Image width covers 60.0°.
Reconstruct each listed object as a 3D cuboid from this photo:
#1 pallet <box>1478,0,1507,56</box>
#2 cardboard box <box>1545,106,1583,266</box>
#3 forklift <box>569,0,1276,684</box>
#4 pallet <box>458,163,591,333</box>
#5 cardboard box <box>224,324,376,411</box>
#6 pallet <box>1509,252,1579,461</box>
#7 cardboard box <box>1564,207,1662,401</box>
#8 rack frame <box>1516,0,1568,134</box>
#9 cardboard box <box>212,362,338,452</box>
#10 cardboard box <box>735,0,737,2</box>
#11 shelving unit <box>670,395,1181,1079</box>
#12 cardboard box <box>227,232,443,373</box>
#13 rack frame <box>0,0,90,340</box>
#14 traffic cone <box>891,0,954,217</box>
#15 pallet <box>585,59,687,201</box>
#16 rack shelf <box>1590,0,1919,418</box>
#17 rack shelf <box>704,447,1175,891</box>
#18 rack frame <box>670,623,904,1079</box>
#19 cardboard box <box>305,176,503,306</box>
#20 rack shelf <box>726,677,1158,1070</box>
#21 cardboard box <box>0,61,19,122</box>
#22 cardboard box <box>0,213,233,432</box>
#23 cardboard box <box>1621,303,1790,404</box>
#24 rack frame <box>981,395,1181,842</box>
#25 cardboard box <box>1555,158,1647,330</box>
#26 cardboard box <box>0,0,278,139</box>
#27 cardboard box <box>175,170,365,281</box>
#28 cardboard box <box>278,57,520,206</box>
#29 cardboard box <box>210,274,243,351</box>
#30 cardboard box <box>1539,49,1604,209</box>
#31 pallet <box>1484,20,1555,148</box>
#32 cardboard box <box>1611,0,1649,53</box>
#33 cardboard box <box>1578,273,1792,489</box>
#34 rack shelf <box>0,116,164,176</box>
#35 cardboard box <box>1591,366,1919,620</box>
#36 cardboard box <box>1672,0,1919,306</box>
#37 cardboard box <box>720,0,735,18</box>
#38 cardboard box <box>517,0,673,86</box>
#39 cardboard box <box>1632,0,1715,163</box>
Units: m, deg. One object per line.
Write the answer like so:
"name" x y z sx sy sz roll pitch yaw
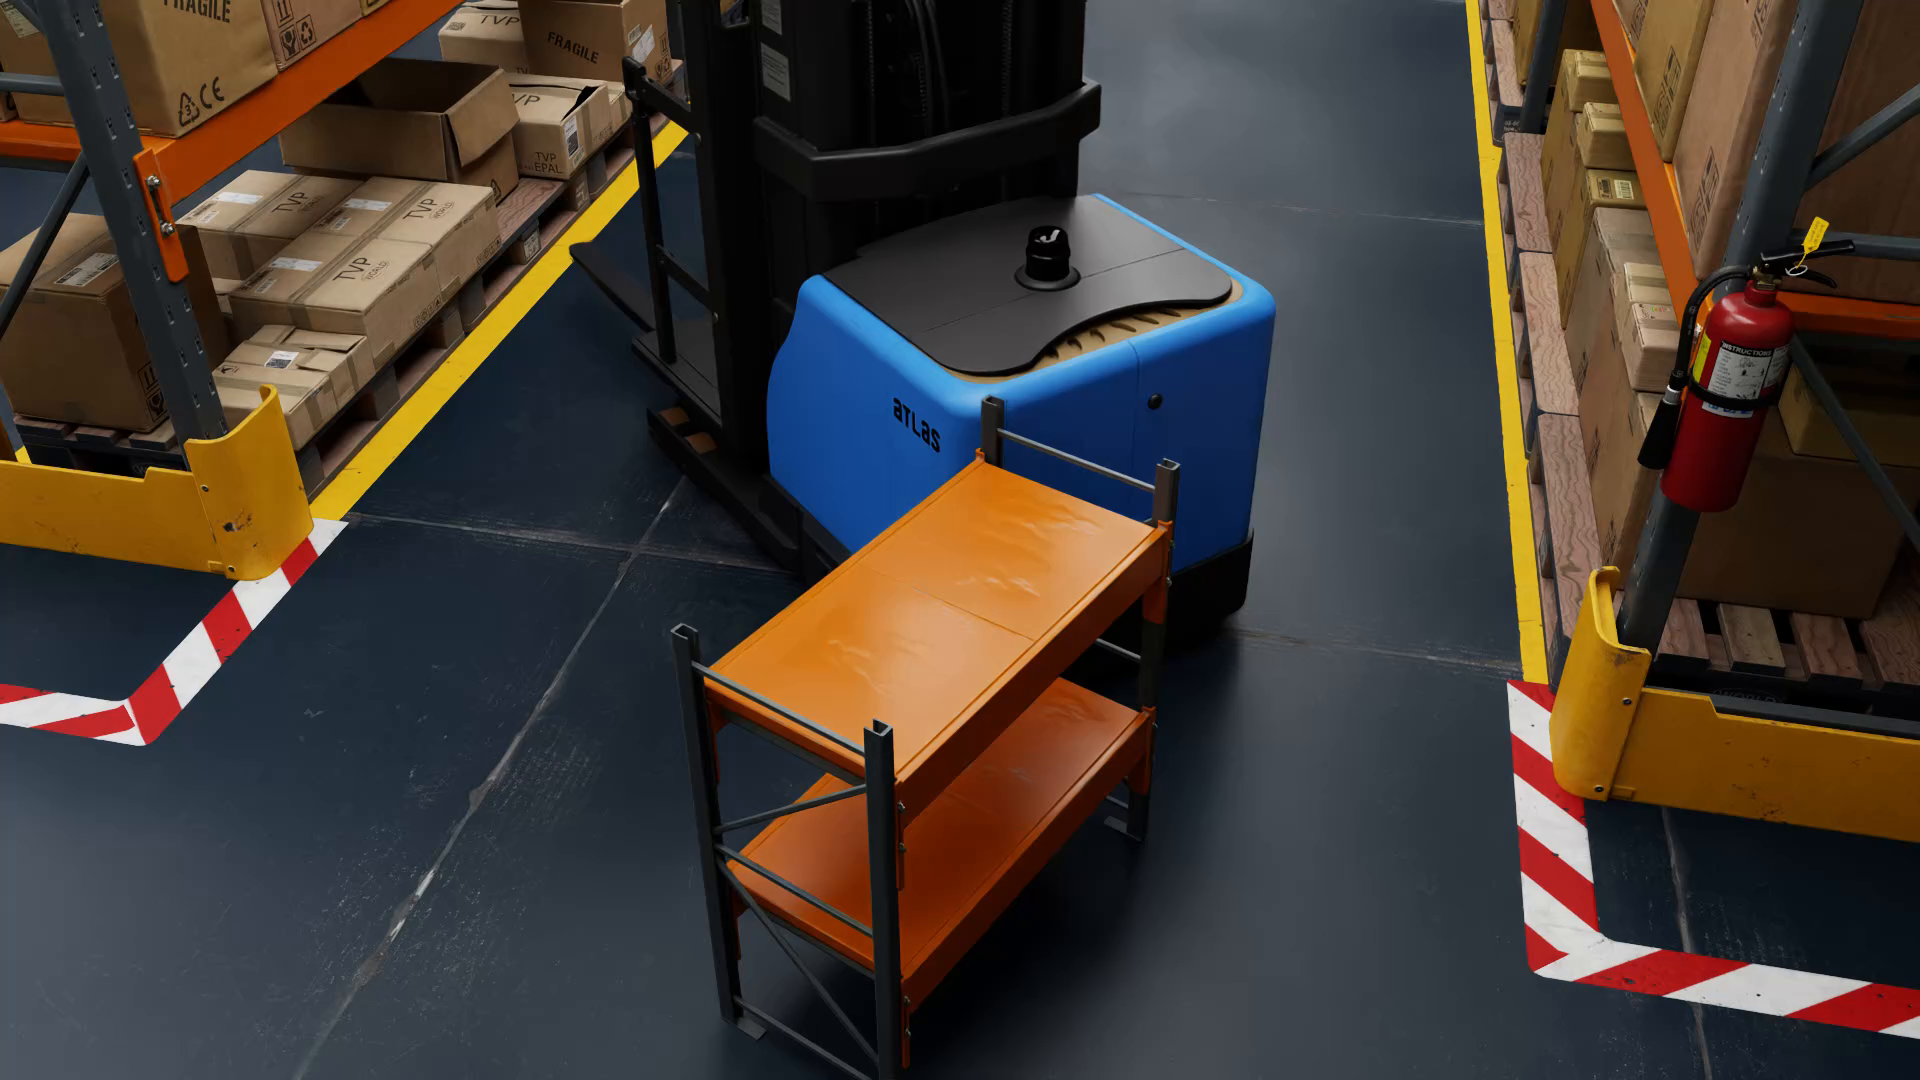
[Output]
"pallet" 3.372 -2.908 9.083 1.003 0.211 1.213 7 37 10
"cardboard box" 2.652 -1.339 6.313 0.700 0.500 0.500 7 37 9
"forklift" -0.396 -1.517 4.846 1.130 2.935 3.031 -21 41 -27
"pallet" -2.224 -1.279 6.835 1.003 0.211 1.213 7 37 10
"cardboard box" -2.193 -0.581 5.535 0.380 0.166 0.250 7 37 10
"pallet" 2.525 -0.627 5.936 1.003 0.211 1.213 7 37 10
"cardboard box" 2.434 -0.738 5.484 0.700 0.500 0.500 6 36 8
"rack frame" 3.023 -2.884 6.673 1.000 3.000 0.127 7 37 10
"cardboard box" -2.247 -0.431 5.342 0.380 0.149 0.250 7 37 10
"cardboard box" -1.373 -3.223 8.896 0.500 0.500 0.500 8 37 11
"shelving unit" -0.034 0.459 3.658 0.538 1.125 1.048 23 42 28
"cardboard box" -2.172 -0.837 5.817 0.500 0.250 0.500 7 37 10
"rack frame" -2.669 -1.209 4.363 0.949 2.616 0.053 7 37 10
"traffic cone" -0.107 -0.993 4.774 0.259 1.202 0.252 7 37 10
"pallet" -1.965 -1.980 7.802 1.003 0.211 1.213 7 37 10
"rack shelf" 2.596 -1.446 5.303 1.077 0.370 4.000 7 37 10
"rack shelf" -0.034 0.222 3.486 0.538 0.278 1.000 23 42 28
"rack frame" -0.328 0.702 3.322 0.500 1.125 0.032 23 42 28
"cardboard box" -2.065 -1.124 6.213 0.500 0.250 0.500 7 37 10
"rack shelf" -0.034 0.657 3.802 0.538 0.278 1.000 23 42 28
"cardboard box" -2.842 -1.541 4.735 0.500 0.500 0.500 8 37 11
"cardboard box" -2.796 -0.718 5.440 0.500 0.500 0.500 7 37 10
"cardboard box" 2.070 -0.522 4.633 0.380 0.149 0.250 7 37 9
"rack frame" 0.260 0.216 3.994 0.500 1.125 0.032 23 42 28
"cardboard box" 2.540 -1.045 5.907 0.700 0.500 0.500 8 37 11
"cardboard box" -2.319 -1.472 4.639 0.500 0.500 0.500 8 37 11
"cardboard box" -2.564 -1.158 6.260 0.500 0.250 0.500 7 37 10
"cardboard box" -2.214 -1.593 6.644 0.797 0.503 0.637 7 37 10
"cardboard box" -2.622 -0.804 5.843 0.380 0.166 0.250 7 37 10
"cardboard box" 2.763 -1.626 6.710 0.700 0.500 0.500 8 37 11
"pallet" 3.114 -2.207 8.115 1.003 0.211 1.213 7 37 10
"cardboard box" 2.584 -1.861 5.005 0.980 0.700 0.700 6 36 8
"cardboard box" 2.327 -0.450 5.086 0.700 0.500 0.500 7 37 10
"rack shelf" -2.245 -2.144 6.099 0.919 0.124 3.809 7 37 10
"cardboard box" 2.220 -0.163 4.691 0.700 0.500 0.500 7 37 10
"cardboard box" 2.267 -1.006 3.826 0.980 0.700 0.700 9 37 12
"cardboard box" -1.476 -2.916 8.472 0.500 0.500 0.500 6 36 8
"cardboard box" -1.662 -2.307 7.632 0.500 0.500 0.500 7 37 10
"cardboard box" 2.412 -1.425 4.404 0.980 0.700 0.700 7 37 10
